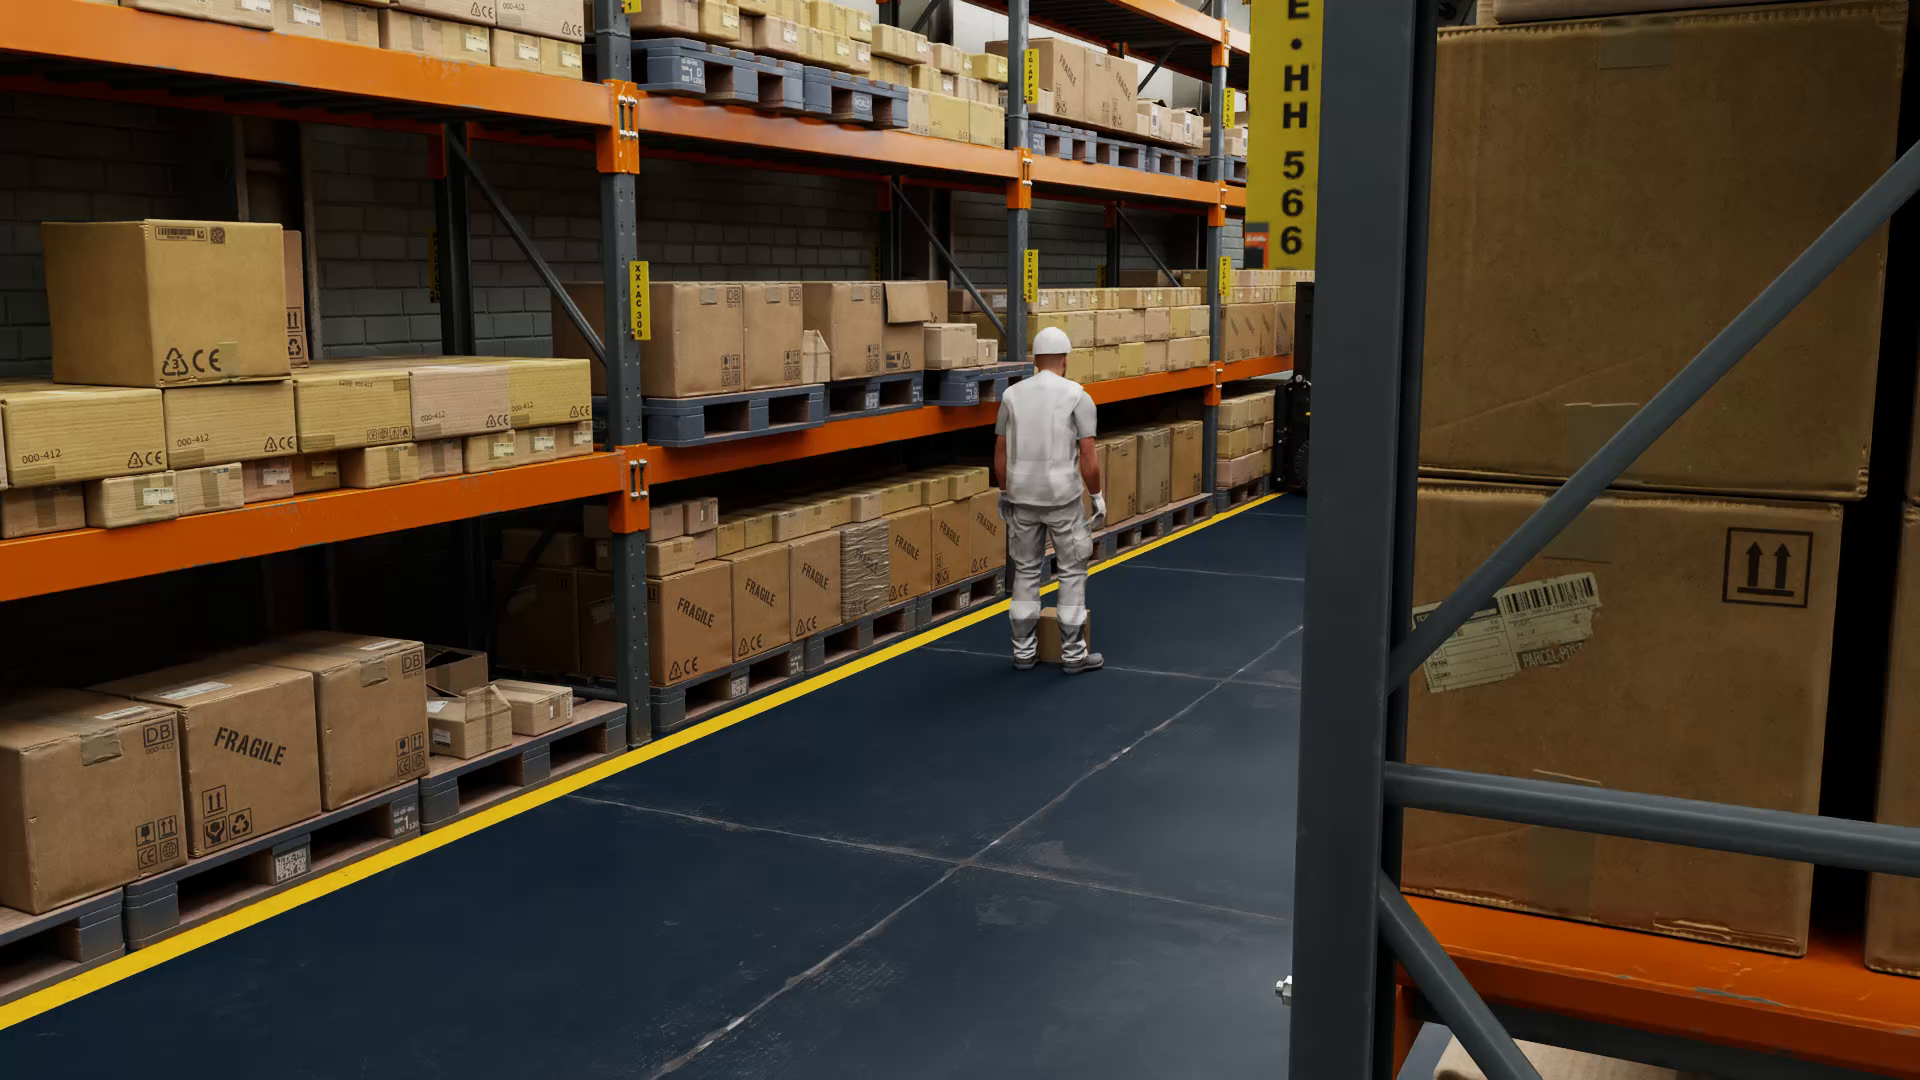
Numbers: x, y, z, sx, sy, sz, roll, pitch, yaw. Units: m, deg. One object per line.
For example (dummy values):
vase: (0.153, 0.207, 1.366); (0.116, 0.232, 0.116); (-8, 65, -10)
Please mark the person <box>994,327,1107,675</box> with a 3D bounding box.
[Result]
person: (0.465, -0.207, 8.626); (0.609, 1.779, 0.449); (4, 10, 25)
